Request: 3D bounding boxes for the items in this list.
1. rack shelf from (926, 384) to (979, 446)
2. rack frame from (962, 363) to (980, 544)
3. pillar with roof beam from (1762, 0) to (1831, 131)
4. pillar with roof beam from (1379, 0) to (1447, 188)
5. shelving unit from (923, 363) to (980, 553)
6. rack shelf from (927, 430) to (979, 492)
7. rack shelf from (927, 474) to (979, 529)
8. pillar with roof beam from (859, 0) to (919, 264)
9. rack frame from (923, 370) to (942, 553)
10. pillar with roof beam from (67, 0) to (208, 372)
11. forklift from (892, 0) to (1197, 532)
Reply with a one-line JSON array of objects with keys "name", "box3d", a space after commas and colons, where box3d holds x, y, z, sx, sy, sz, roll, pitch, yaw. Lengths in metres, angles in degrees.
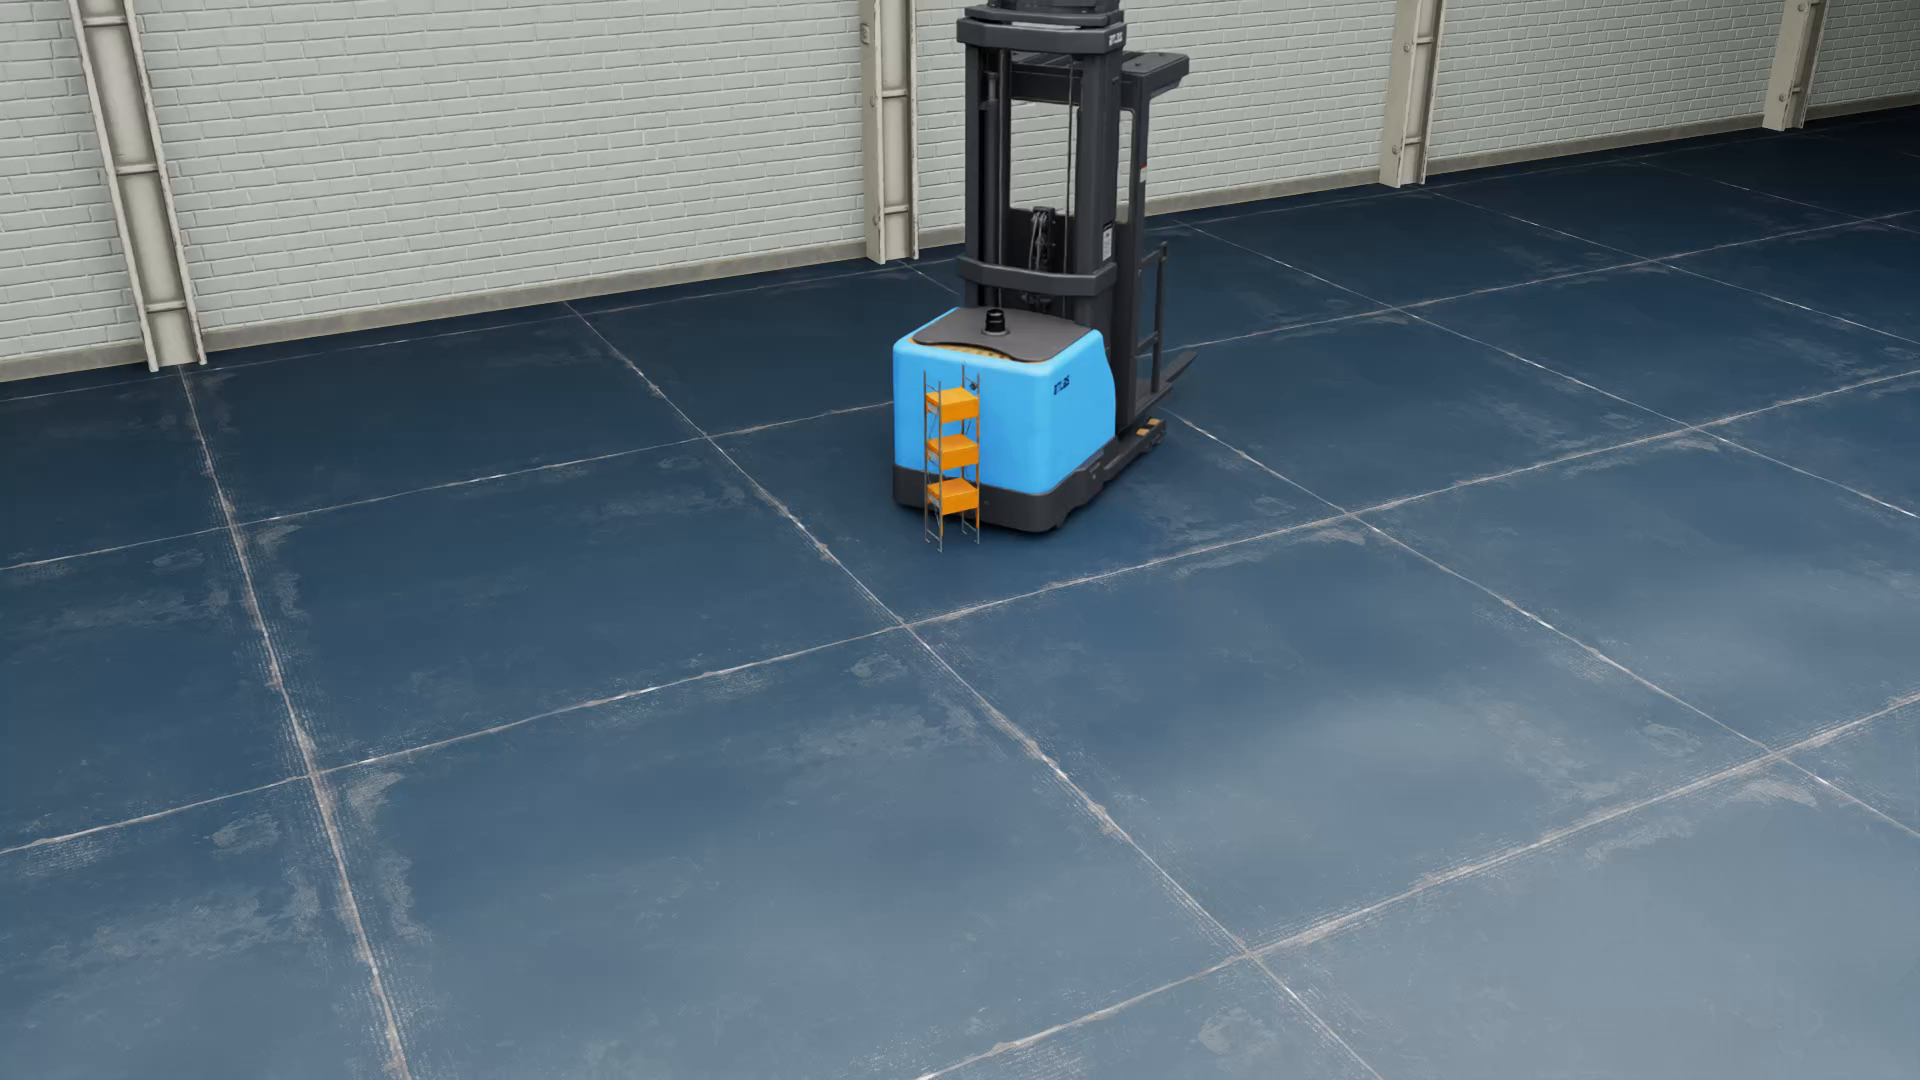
[{"name": "rack shelf", "box3d": [-0.047, -0.709, 9.382, 0.240, 0.259, 0.215, -13, 29, -25]}, {"name": "rack frame", "box3d": [0.060, -0.487, 9.552, 0.008, 1.050, 0.200, -13, 29, -25]}, {"name": "pillar with roof beam", "box3d": [11.998, -7.426, 14.819, 0.400, 9.000, 9.100, -13, 29, -25]}, {"name": "pillar with roof beam", "box3d": [6.704, -6.204, 12.274, 0.400, 9.000, 9.100, -13, 29, -25]}, {"name": "shelving unit", "box3d": [-0.047, -0.462, 9.500, 0.252, 1.050, 0.215, -13, 29, -25]}, {"name": "rack shelf", "box3d": [-0.047, -0.453, 9.505, 0.240, 0.259, 0.215, -13, 29, -25]}, {"name": "rack shelf", "box3d": [-0.047, -0.202, 9.625, 0.240, 0.259, 0.215, -13, 29, -25]}, {"name": "pillar with roof beam", "box3d": [1.410, -4.982, 9.729, 0.400, 9.000, 9.100, -13, 29, -25]}, {"name": "rack frame", "box3d": [-0.155, -0.438, 9.448, 0.008, 1.050, 0.200, -13, 29, -25]}, {"name": "pillar with roof beam", "box3d": [-3.884, -3.760, 7.183, 0.400, 9.000, 9.100, -13, 29, -25]}, {"name": "forklift", "box3d": [0.724, -1.970, 10.467, 1.130, 2.935, 3.031, 13, 28, 25]}]
